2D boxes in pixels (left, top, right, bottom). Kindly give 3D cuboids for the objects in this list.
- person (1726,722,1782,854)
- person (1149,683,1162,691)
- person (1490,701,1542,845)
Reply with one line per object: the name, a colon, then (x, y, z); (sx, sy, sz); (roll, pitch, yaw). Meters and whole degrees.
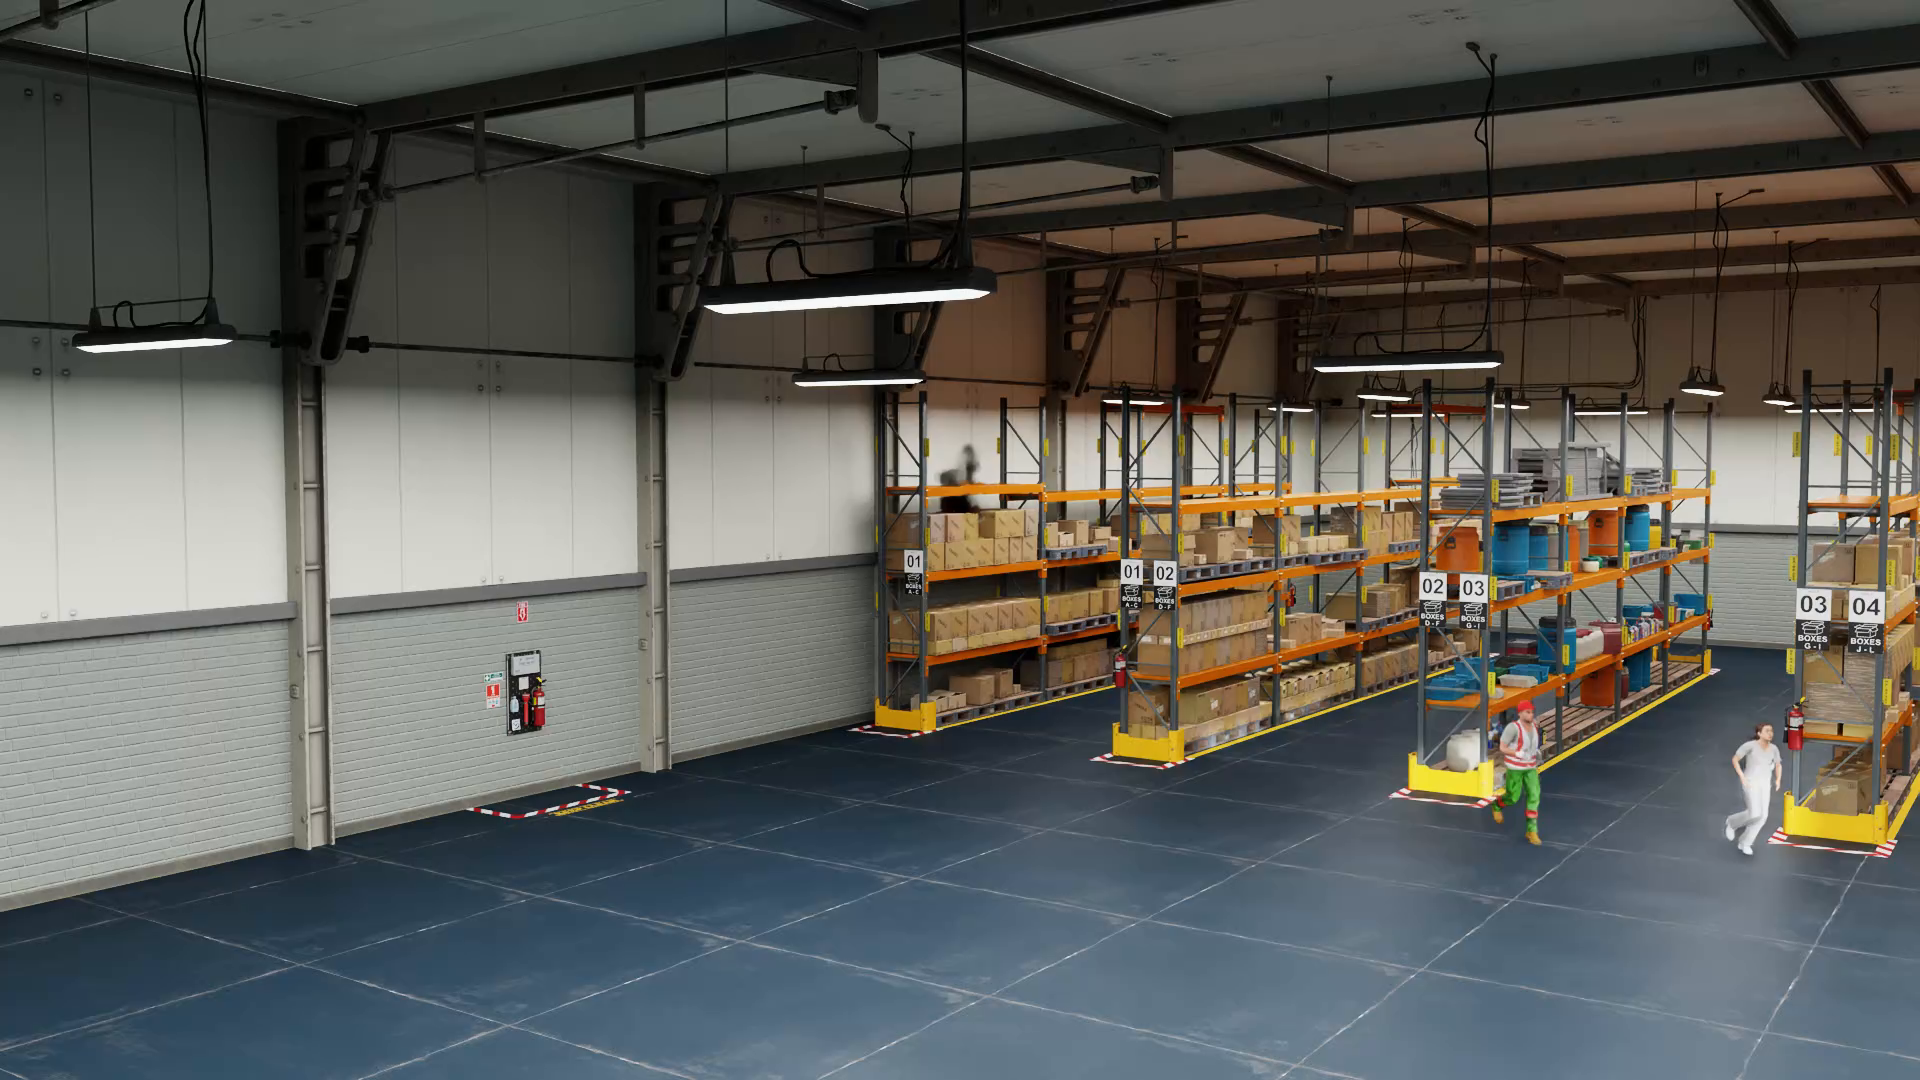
person: (9.916, 3.059, 20.678); (0.585, 1.629, 0.543); (0, 3, -9)
person: (3.755, 2.414, 31.402); (0.552, 1.655, 0.633); (1, 3, 17)
person: (7.181, 2.943, 21.376); (0.647, 1.807, 0.981); (-1, 3, -20)
